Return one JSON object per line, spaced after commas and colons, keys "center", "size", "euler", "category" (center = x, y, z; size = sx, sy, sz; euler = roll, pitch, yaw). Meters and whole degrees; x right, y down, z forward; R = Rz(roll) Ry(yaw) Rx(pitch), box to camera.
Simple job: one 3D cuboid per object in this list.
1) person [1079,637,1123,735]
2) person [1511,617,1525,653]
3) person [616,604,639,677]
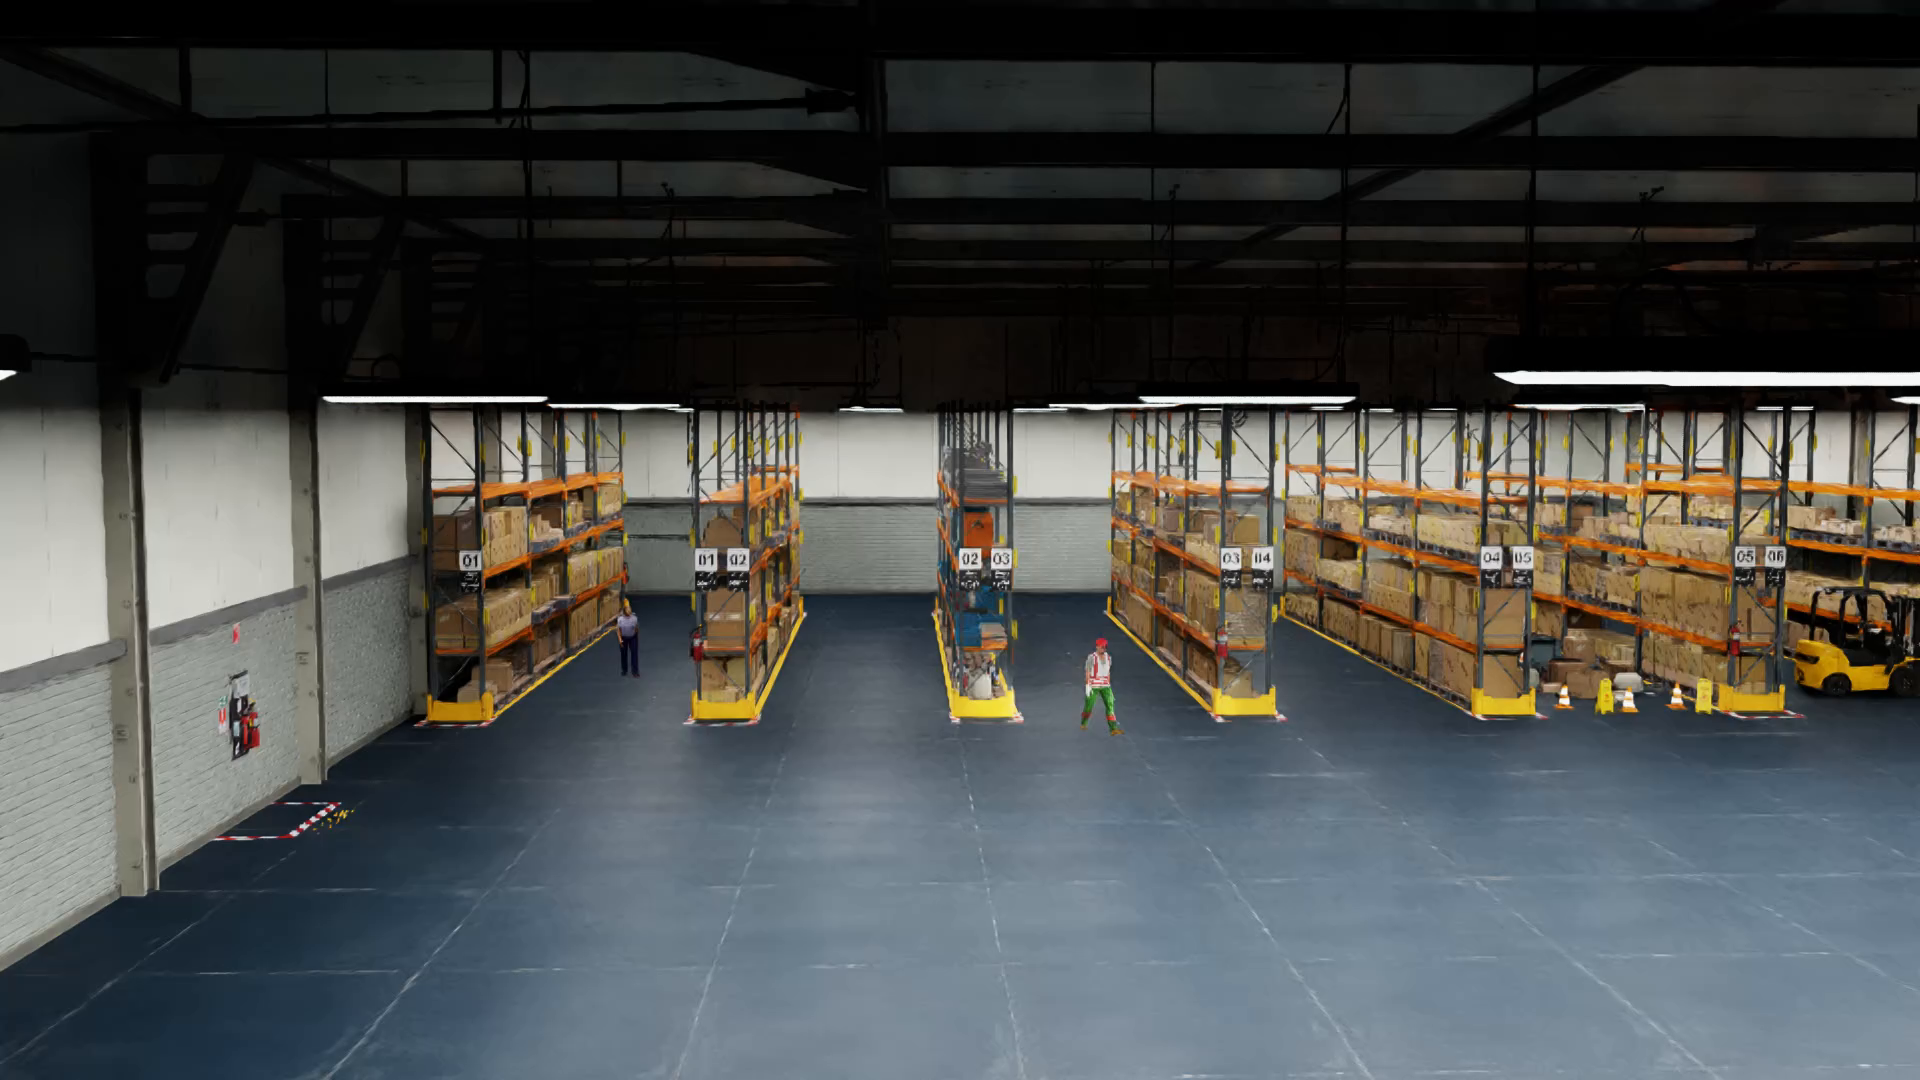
{"center": [2.504, 2.601, 29.752], "size": [0.596, 1.746, 0.969], "euler": [-2, 5, -25], "category": "person"}
{"center": [13.347, 1.814, 39.562], "size": [0.576, 1.786, 0.658], "euler": [2, 5, 22], "category": "person"}
{"center": [-7.226, 2.174, 36.168], "size": [0.478, 1.580, 0.999], "euler": [-1, 4, -10], "category": "person"}
